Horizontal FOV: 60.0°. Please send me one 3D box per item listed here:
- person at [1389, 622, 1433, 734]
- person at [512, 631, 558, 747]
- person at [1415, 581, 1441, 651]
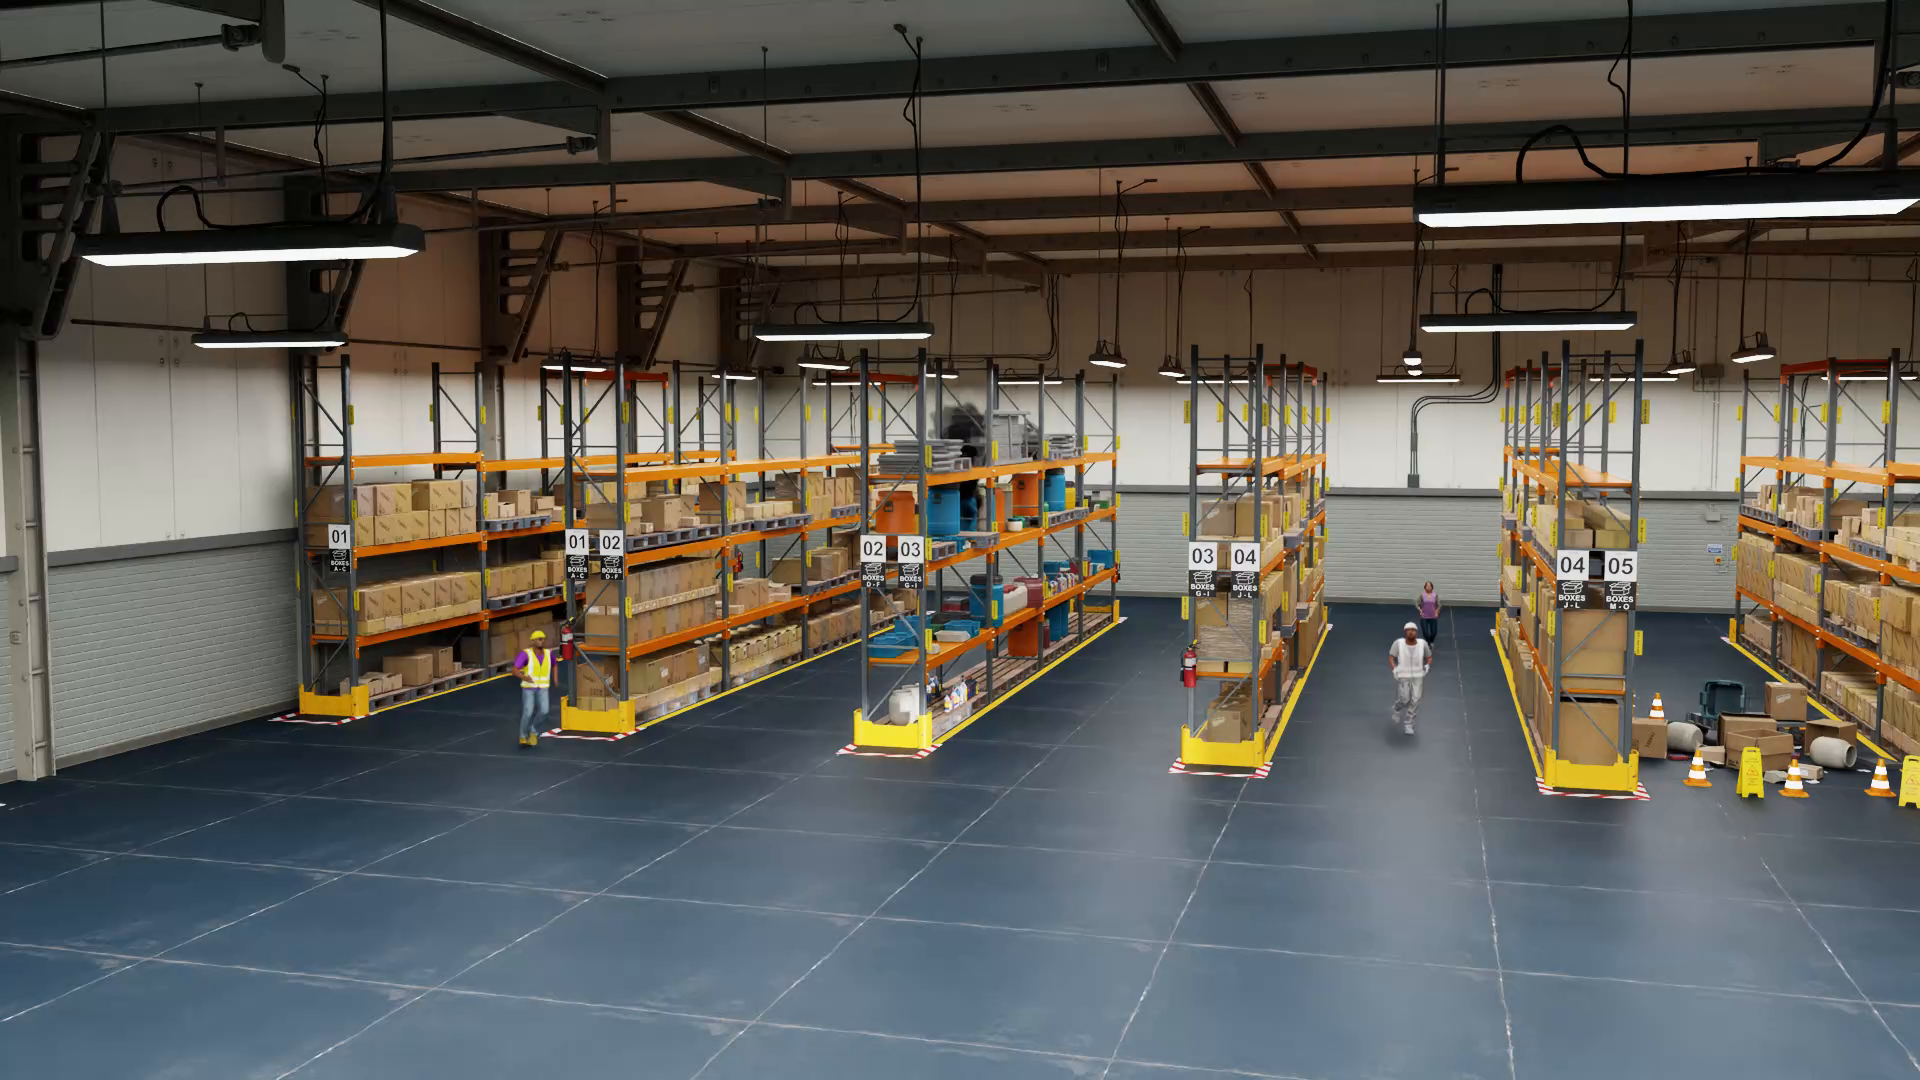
[{"bbox_3d":[7.131,2.137,26.289,0.673,1.690,0.616,0,4,6],"label":"person"},{"bbox_3d":[-6.396,2.245,25.163,0.755,1.740,0.624,-3,5,-32],"label":"person"},{"bbox_3d":[9.751,1.631,34.629,0.532,1.550,0.559,1,4,11],"label":"person"}]
